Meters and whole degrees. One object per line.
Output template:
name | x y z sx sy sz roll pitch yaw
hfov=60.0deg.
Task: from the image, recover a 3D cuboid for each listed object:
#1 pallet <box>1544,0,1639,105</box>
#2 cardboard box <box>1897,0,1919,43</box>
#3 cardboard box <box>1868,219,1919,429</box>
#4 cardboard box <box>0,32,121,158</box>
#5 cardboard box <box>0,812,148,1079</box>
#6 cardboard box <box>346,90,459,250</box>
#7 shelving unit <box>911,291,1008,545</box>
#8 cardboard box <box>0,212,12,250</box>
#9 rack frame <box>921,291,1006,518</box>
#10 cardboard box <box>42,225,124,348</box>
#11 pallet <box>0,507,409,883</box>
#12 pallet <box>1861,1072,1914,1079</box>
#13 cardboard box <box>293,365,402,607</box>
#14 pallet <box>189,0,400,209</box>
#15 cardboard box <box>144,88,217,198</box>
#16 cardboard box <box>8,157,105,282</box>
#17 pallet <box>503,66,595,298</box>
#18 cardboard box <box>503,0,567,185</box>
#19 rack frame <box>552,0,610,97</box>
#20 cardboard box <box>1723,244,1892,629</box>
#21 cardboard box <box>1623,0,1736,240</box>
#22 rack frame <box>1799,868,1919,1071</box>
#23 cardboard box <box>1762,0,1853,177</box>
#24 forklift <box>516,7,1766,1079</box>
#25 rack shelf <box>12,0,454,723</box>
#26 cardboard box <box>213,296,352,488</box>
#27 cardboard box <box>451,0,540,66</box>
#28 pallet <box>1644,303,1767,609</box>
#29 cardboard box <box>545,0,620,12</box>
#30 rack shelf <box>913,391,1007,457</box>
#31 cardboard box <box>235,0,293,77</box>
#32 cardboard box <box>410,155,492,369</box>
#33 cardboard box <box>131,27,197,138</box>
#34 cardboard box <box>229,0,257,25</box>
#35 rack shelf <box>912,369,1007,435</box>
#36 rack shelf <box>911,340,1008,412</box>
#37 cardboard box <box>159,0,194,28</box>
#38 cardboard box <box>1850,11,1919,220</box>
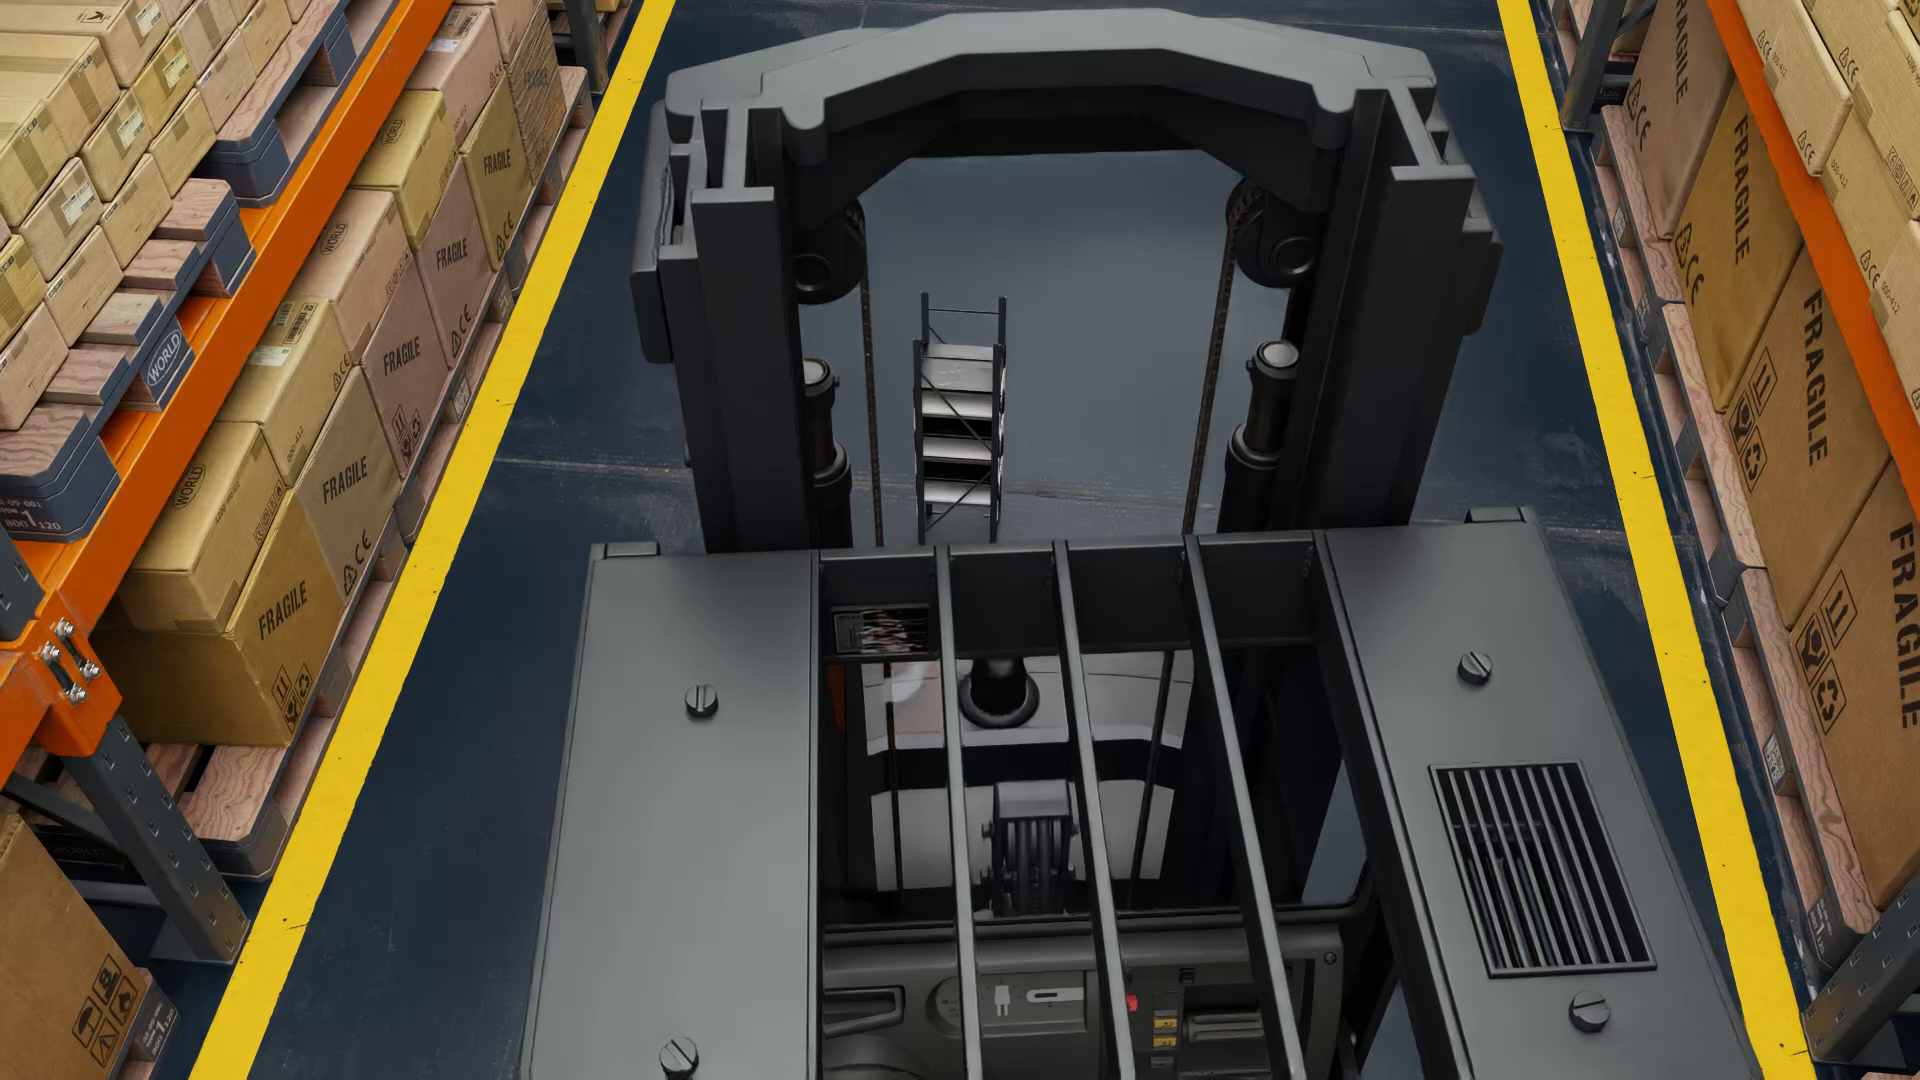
pallet | 3.102 -2.294 7.205 1.003 0.211 1.213 4 48 4
cardboard box | 2.468 -1.253 3.618 0.500 0.500 0.500 4 48 4
cardboard box | 2.409 -0.457 3.737 0.500 0.250 0.500 5 48 4
cardboard box | -2.064 -0.962 3.580 0.380 0.149 0.250 4 48 3
cardboard box | -2.493 1.058 3.489 1.050 0.750 0.750 3 48 3
cardboard box | -1.894 -1.161 5.180 0.500 0.250 0.500 2 48 2
shelving unit | 0.001 -0.310 4.923 0.258 0.900 0.210 4 48 4
cardboard box | -2.113 -0.588 3.238 0.380 0.149 0.250 4 48 4
rack frame | 0.010 -0.384 4.992 0.240 0.900 0.006 4 48 4
cardboard box | -2.082 -0.570 3.624 0.380 0.149 0.250 6 48 5
pallet | -2.275 0.366 4.772 1.003 0.211 1.213 4 48 4
pallet | 2.518 1.773 3.485 1.003 0.211 1.213 4 48 4
cardboard box | -1.987 -0.171 4.783 0.500 0.500 0.500 4 48 4
pallet | -2.208 -1.393 4.621 1.003 0.211 1.213 4 48 4
cardboard box | -2.034 -0.967 3.987 0.380 0.149 0.250 6 48 5
cardboard box | -2.081 -0.699 3.541 0.380 0.149 0.250 6 48 5
pallet | -2.053 -1.427 6.412 1.003 0.211 1.213 4 48 4
cardboard box | -1.800 -1.677 6.161 0.500 0.500 0.500 3 48 3
rack frame | -1.983 -2.940 5.906 1.000 3.000 0.127 4 48 4
cardboard box | 2.822 -0.324 4.669 0.875 0.875 0.875 4 48 4
cardboard box | 2.978 -1.645 5.877 0.875 0.875 0.875 5 48 5
rack frame | 2.591 0.258 2.981 1.000 3.000 0.127 4 48 4
cardboard box | 2.489 -1.202 4.419 0.500 0.250 0.500 3 48 3
forklift | 0.139 0.901 2.440 1.130 2.935 3.031 -2 48 -2
rack shelf | -2.166 -1.227 4.827 1.077 0.370 4.000 4 48 4
cardboard box | -1.998 -0.415 4.498 0.500 0.250 0.500 3 48 3
cardboard box | -1.800 -1.927 5.881 0.500 0.250 0.500 3 48 2
pallet | 2.851 -0.269 5.353 1.003 0.211 1.213 4 48 4
cardboard box | -1.630 -2.365 7.028 0.380 0.149 0.250 2 48 2
rack shelf | 0.001 -0.348 4.882 0.258 0.077 0.200 4 48 4
cardboard box | -1.987 -1.347 4.335 0.380 0.149 0.250 4 48 4
cardboard box | -1.898 -0.924 5.471 0.500 0.500 0.500 3 48 3
cardboard box | -2.038 -1.081 3.890 0.380 0.149 0.250 4 48 4
cardboard box | -1.988 -1.446 4.224 0.380 0.149 0.250 3 48 3
rack shelf | 0.001 -0.409 4.815 0.258 0.077 0.200 4 48 4
rack shelf | 0.001 -0.469 4.749 0.258 0.077 0.200 4 48 4
cardboard box | -2.017 -1.356 3.940 0.380 0.149 0.250 6 48 5
cardboard box | 2.451 -0.988 3.883 0.500 0.250 0.500 3 48 3
